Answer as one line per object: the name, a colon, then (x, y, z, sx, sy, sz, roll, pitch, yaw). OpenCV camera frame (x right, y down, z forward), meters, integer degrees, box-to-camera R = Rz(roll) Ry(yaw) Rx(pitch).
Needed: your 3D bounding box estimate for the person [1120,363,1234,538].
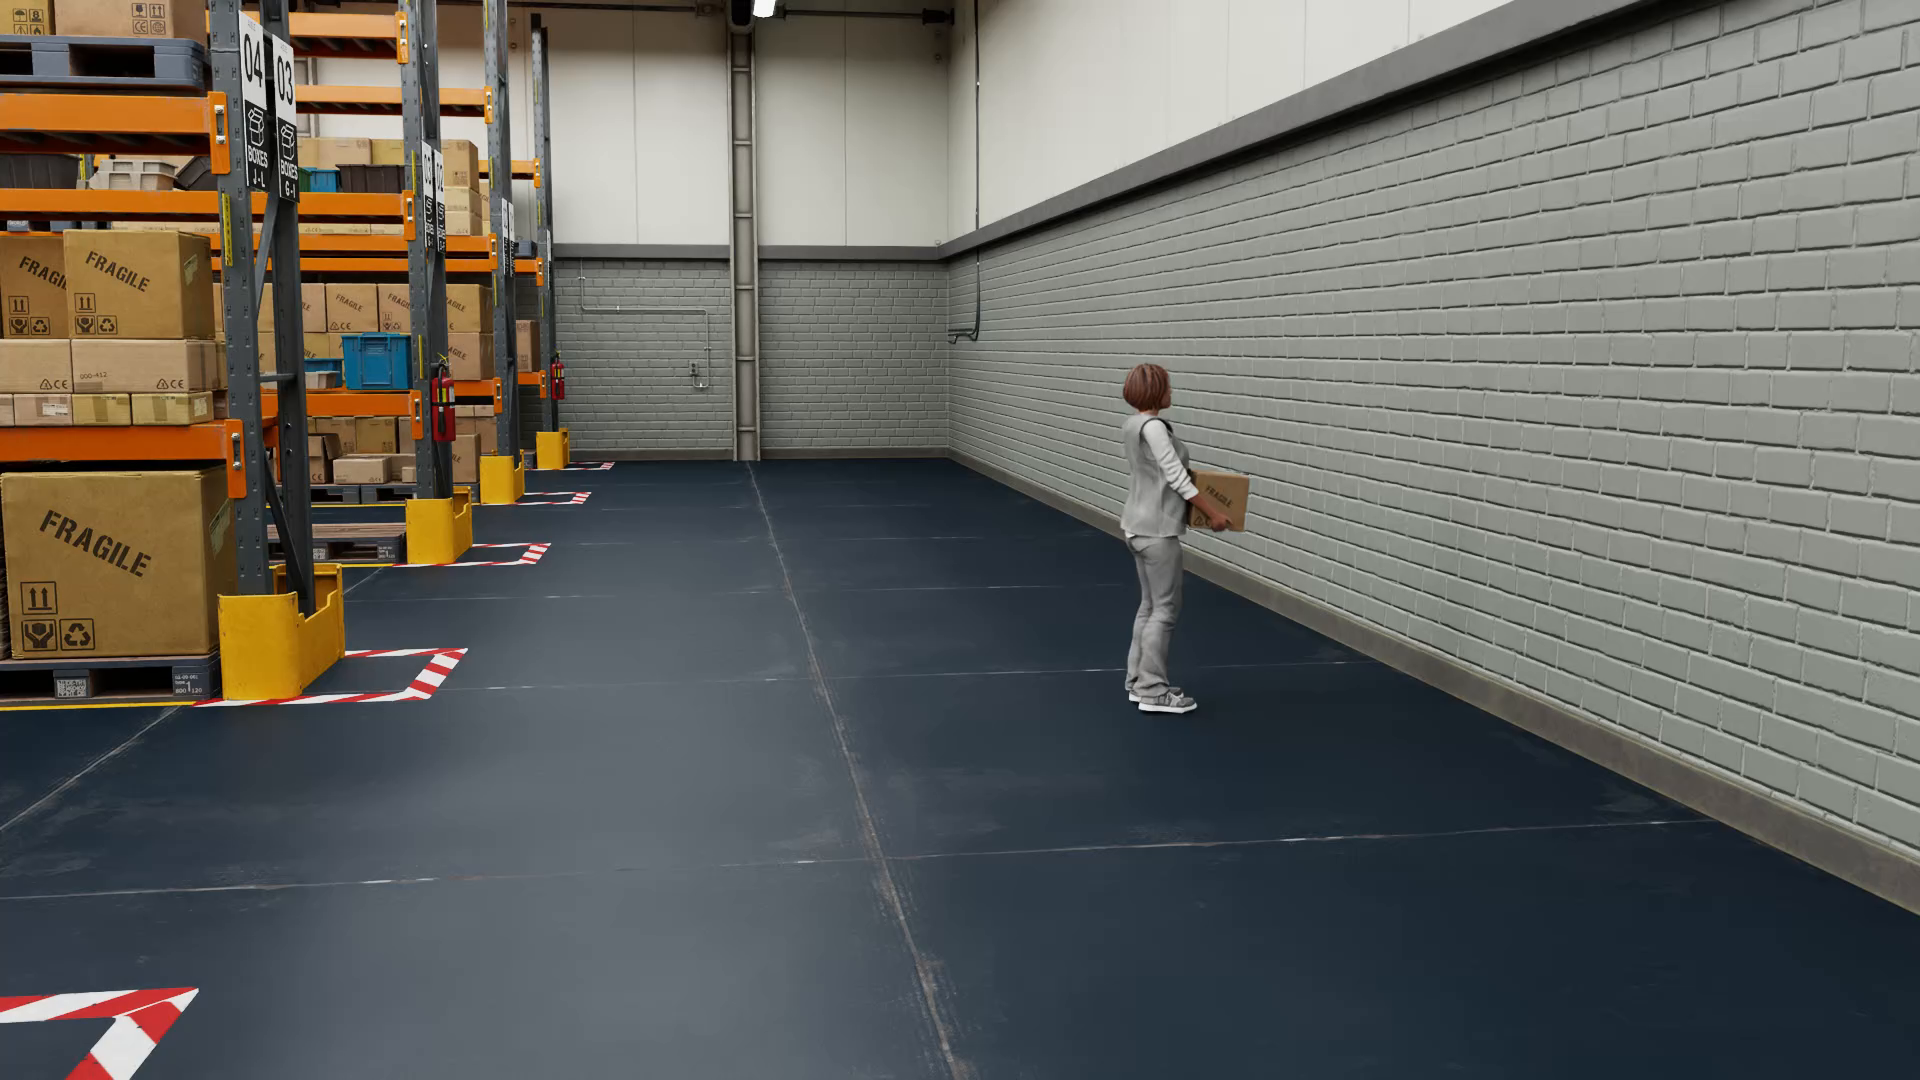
person: (0.984, -0.415, 7.618, 0.488, 0.790, 0.412, -1, 7, -9)
